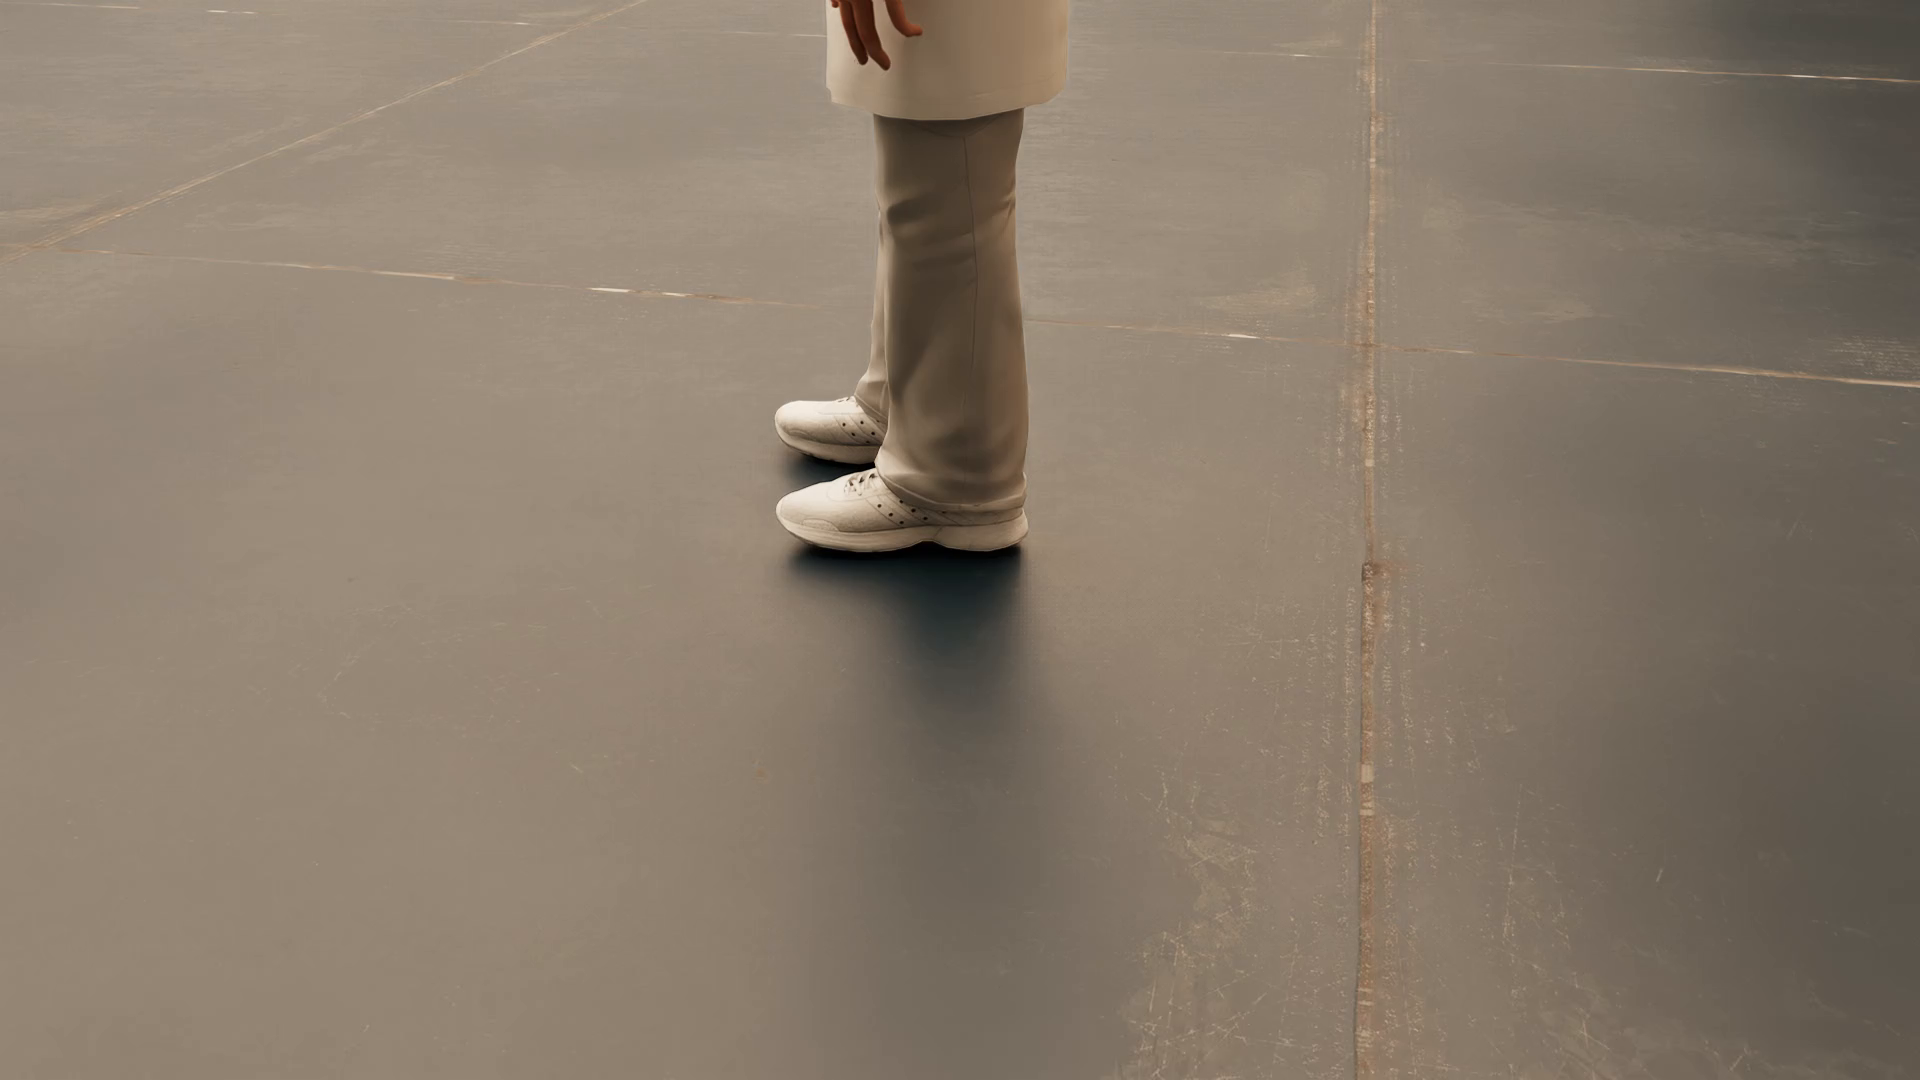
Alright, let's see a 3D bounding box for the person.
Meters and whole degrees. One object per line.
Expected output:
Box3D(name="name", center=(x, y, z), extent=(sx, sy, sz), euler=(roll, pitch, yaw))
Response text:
Box3D(name="person", center=(-0.088, -0.811, 2.117), extent=(0.578, 1.778, 0.698), euler=(6, 27, 11))
